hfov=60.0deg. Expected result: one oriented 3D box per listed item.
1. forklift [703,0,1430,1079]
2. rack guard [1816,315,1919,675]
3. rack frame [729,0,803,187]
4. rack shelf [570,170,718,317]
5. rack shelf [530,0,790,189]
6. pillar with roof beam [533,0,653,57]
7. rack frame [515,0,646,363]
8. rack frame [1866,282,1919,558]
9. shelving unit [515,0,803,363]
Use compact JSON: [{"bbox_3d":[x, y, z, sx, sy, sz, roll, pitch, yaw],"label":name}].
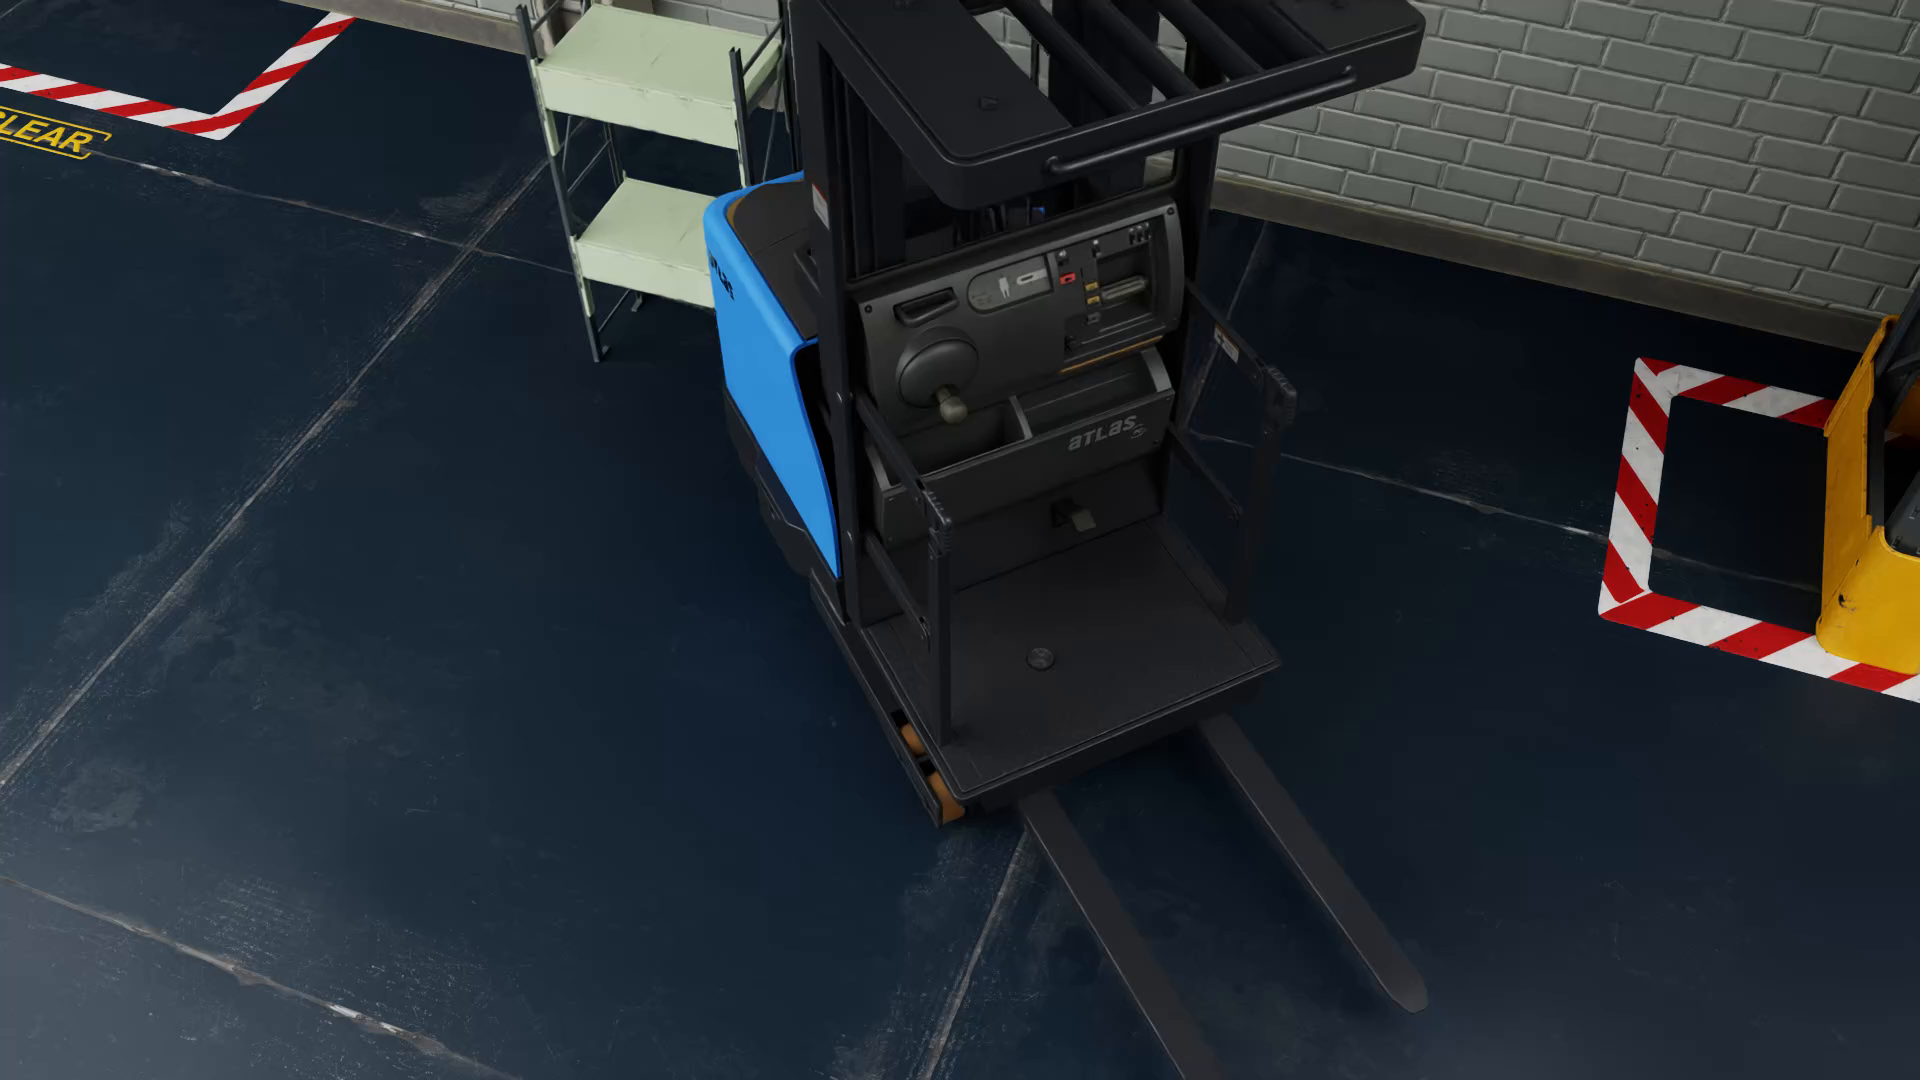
[{"bbox_3d":[0.272,-0.499,4.243,1.130,2.935,3.031,-21,52,-17],"label":"forklift"},{"bbox_3d":[3.161,-0.172,5.568,0.348,0.500,1.175,16,51,13],"label":"rack guard"},{"bbox_3d":[-0.626,-1.130,5.737,0.023,1.500,0.400,15,51,12],"label":"rack frame"},{"bbox_3d":[-0.972,-1.007,6.062,0.720,0.370,0.431,15,51,12],"label":"rack shelf"},{"bbox_3d":[-0.972,-1.476,5.520,0.720,0.370,0.431,15,51,12],"label":"rack shelf"},{"bbox_3d":[-3.074,-1.925,1.463,0.400,9.000,9.100,16,51,13],"label":"pillar with roof beam"},{"bbox_3d":[-1.318,-1.311,5.894,0.023,1.500,0.400,15,51,12],"label":"rack frame"},{"bbox_3d":[3.090,-1.011,4.641,0.127,3.000,1.000,16,51,13],"label":"rack frame"},{"bbox_3d":[-0.972,-1.220,5.815,0.755,1.500,0.431,15,51,12],"label":"shelving unit"}]
